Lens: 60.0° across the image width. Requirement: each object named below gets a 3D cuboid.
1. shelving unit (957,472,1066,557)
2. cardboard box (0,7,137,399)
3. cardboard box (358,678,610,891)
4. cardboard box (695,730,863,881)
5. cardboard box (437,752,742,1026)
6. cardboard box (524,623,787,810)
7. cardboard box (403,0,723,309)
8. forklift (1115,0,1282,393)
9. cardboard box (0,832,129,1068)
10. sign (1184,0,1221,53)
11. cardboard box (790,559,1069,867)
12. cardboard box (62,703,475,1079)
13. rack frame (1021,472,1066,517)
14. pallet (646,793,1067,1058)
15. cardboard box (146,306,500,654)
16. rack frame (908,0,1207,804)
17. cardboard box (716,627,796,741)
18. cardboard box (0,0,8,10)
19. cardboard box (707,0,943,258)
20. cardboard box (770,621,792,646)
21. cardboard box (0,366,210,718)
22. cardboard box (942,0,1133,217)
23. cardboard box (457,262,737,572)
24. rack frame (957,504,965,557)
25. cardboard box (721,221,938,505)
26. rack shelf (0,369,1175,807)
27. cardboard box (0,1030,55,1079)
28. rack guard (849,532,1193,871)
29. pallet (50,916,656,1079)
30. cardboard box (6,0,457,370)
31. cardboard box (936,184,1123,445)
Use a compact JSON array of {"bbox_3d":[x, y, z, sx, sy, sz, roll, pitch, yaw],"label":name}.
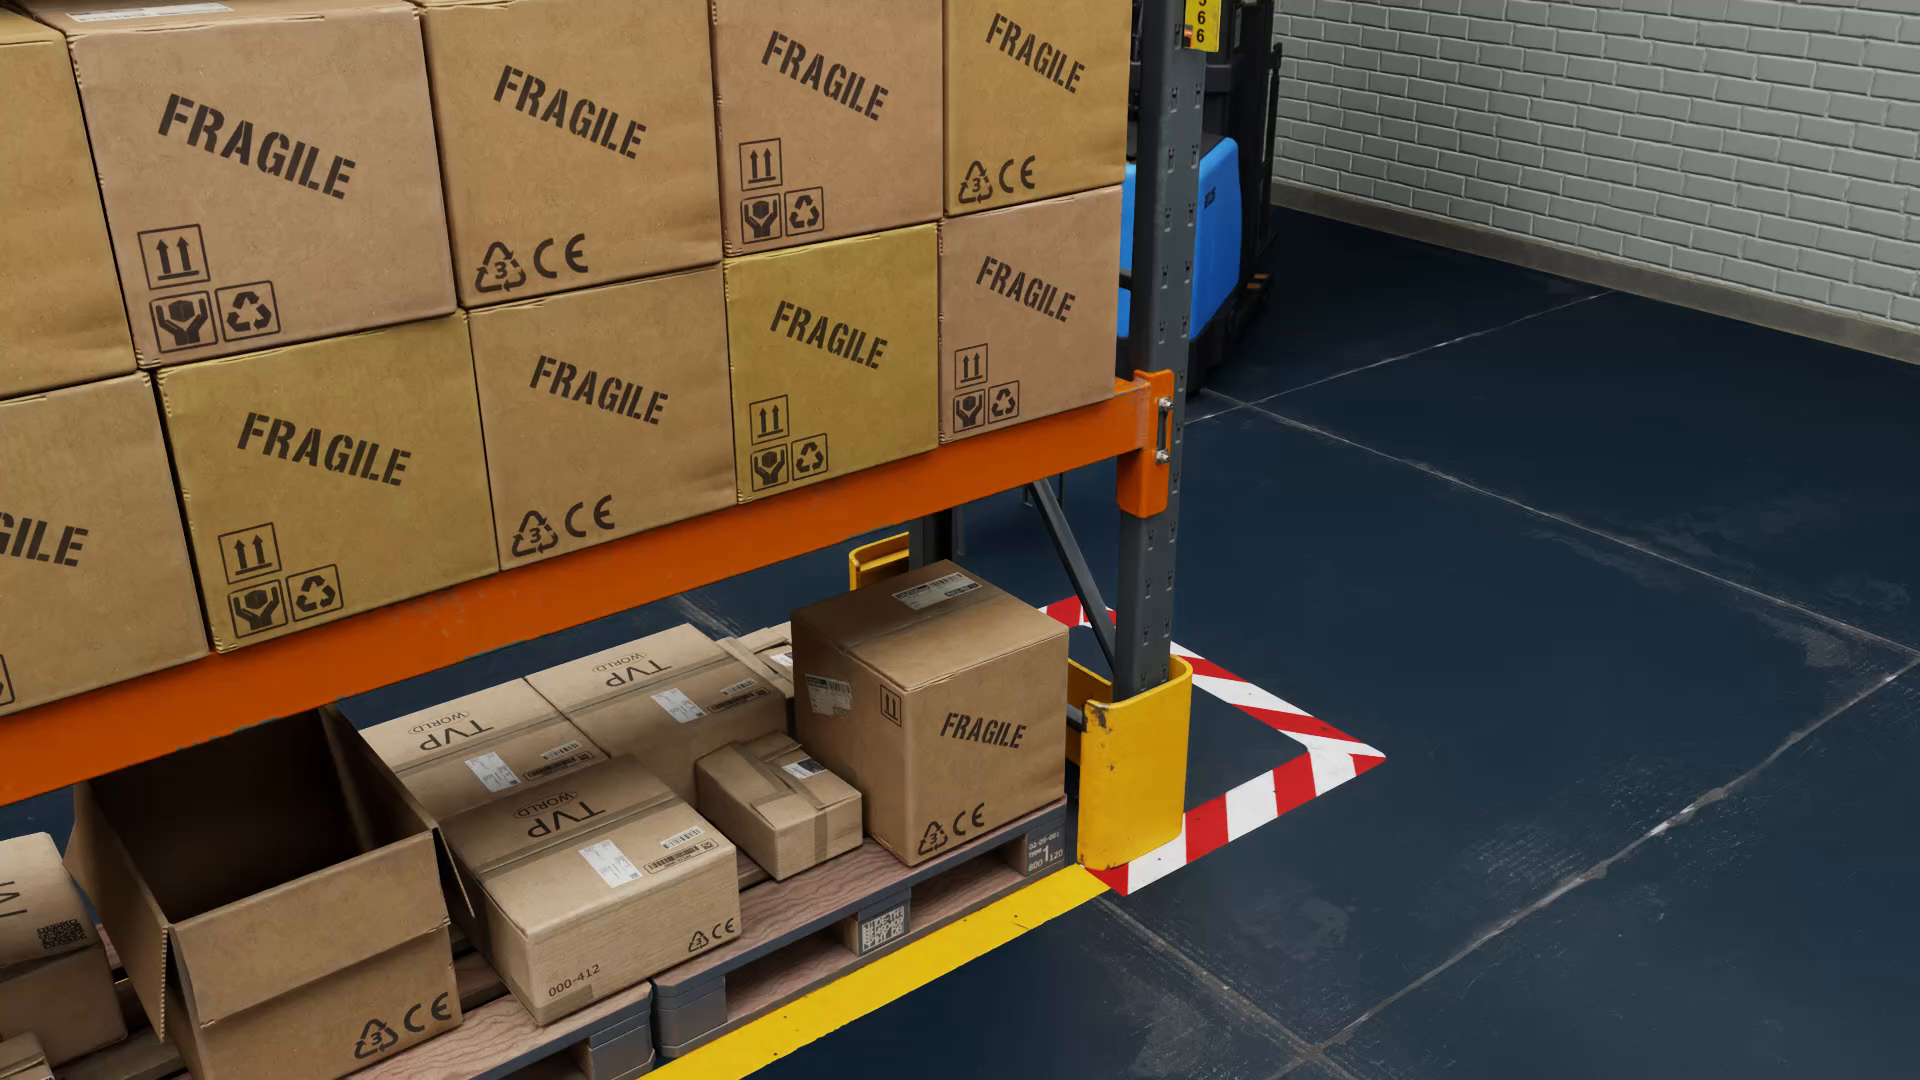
[{"bbox_3d":[0.130,-0.587,6.090,0.503,1.200,0.258,-18,31,-34],"label":"shelving unit"},{"bbox_3d":[-1.595,-0.493,2.444,0.500,0.500,0.500,-19,31,-35],"label":"cardboard box"},{"bbox_3d":[-1.192,0.618,4.099,0.500,0.250,0.500,-18,31,-34],"label":"cardboard box"},{"bbox_3d":[-0.452,0.647,4.136,0.250,0.166,0.380,-18,31,-34],"label":"cardboard box"},{"bbox_3d":[-0.844,0.770,3.770,0.500,0.250,0.500,-18,31,-34],"label":"cardboard box"},{"bbox_3d":[-0.799,0.488,4.379,0.500,0.250,0.500,-18,31,-34],"label":"cardboard box"},{"bbox_3d":[-0.785,-0.761,3.021,0.500,0.500,0.500,-17,30,-33],"label":"cardboard box"},{"bbox_3d":[1.060,-2.581,8.329,1.130,2.935,3.031,9,26,18],"label":"forklift"},{"bbox_3d":[-2.086,0.885,3.450,0.500,0.311,0.500,-18,31,-34],"label":"cardboard box"},{"bbox_3d":[0.525,-1.216,3.557,0.005,0.325,0.100,-18,31,-34],"label":"sign"},{"bbox_3d":[-0.078,0.420,4.228,0.500,0.500,0.500,-18,31,-34],"label":"cardboard box"},{"bbox_3d":[-1.475,0.745,3.524,0.637,0.503,0.797,-18,31,-34],"label":"cardboard box"},{"bbox_3d":[0.322,-0.651,6.227,0.015,1.200,0.240,-18,31,-34],"label":"rack frame"},{"bbox_3d":[-0.489,0.755,4.372,1.213,0.211,1.003,-18,31,-34],"label":"pallet"},{"bbox_3d":[-1.185,-0.181,2.958,0.500,0.500,0.500,-19,31,-35],"label":"cardboard box"},{"bbox_3d":[0.198,-0.737,4.275,0.127,3.000,1.000,-18,31,-34],"label":"rack frame"},{"bbox_3d":[-0.540,0.409,4.649,0.250,0.166,0.380,-18,31,-34],"label":"cardboard box"},{"bbox_3d":[-1.517,-0.809,3.123,0.500,0.500,0.500,-19,31,-34],"label":"cardboard box"},{"bbox_3d":[-0.380,-0.898,3.314,0.500,0.500,0.500,-17,30,-33],"label":"cardboard box"},{"bbox_3d":[-0.344,0.352,4.793,0.250,0.149,0.380,-18,31,-34],"label":"cardboard box"},{"bbox_3d":[-1.585,-0.049,2.673,0.500,0.500,0.500,-18,31,-34],"label":"cardboard box"},{"bbox_3d":[0.017,-1.029,3.598,0.500,0.500,0.500,-19,31,-34],"label":"cardboard box"},{"bbox_3d":[-0.789,-0.312,3.240,0.500,0.500,0.500,-18,30,-34],"label":"cardboard box"},{"bbox_3d":[-0.062,-0.524,5.954,0.015,1.200,0.240,-18,31,-34],"label":"rack frame"},{"bbox_3d":[-0.393,-0.440,3.516,0.500,0.500,0.500,-18,30,-34],"label":"cardboard box"},{"bbox_3d":[-1.376,0.109,3.307,4.000,0.370,1.077,-18,31,-34],"label":"rack shelf"},{"bbox_3d":[-1.811,1.122,3.111,0.250,0.166,0.380,-18,31,-34],"label":"cardboard box"},{"bbox_3d":[0.138,0.417,4.758,0.348,0.500,1.175,-18,31,-34],"label":"rack guard"},{"bbox_3d":[-1.448,1.070,3.693,1.213,0.211,1.003,-18,31,-34],"label":"pallet"},{"bbox_3d":[-1.189,-0.628,2.733,0.500,0.500,0.500,-17,30,-32],"label":"cardboard box"},{"bbox_3d":[0.013,-0.576,3.809,0.500,0.500,0.500,-17,30,-32],"label":"cardboard box"}]
